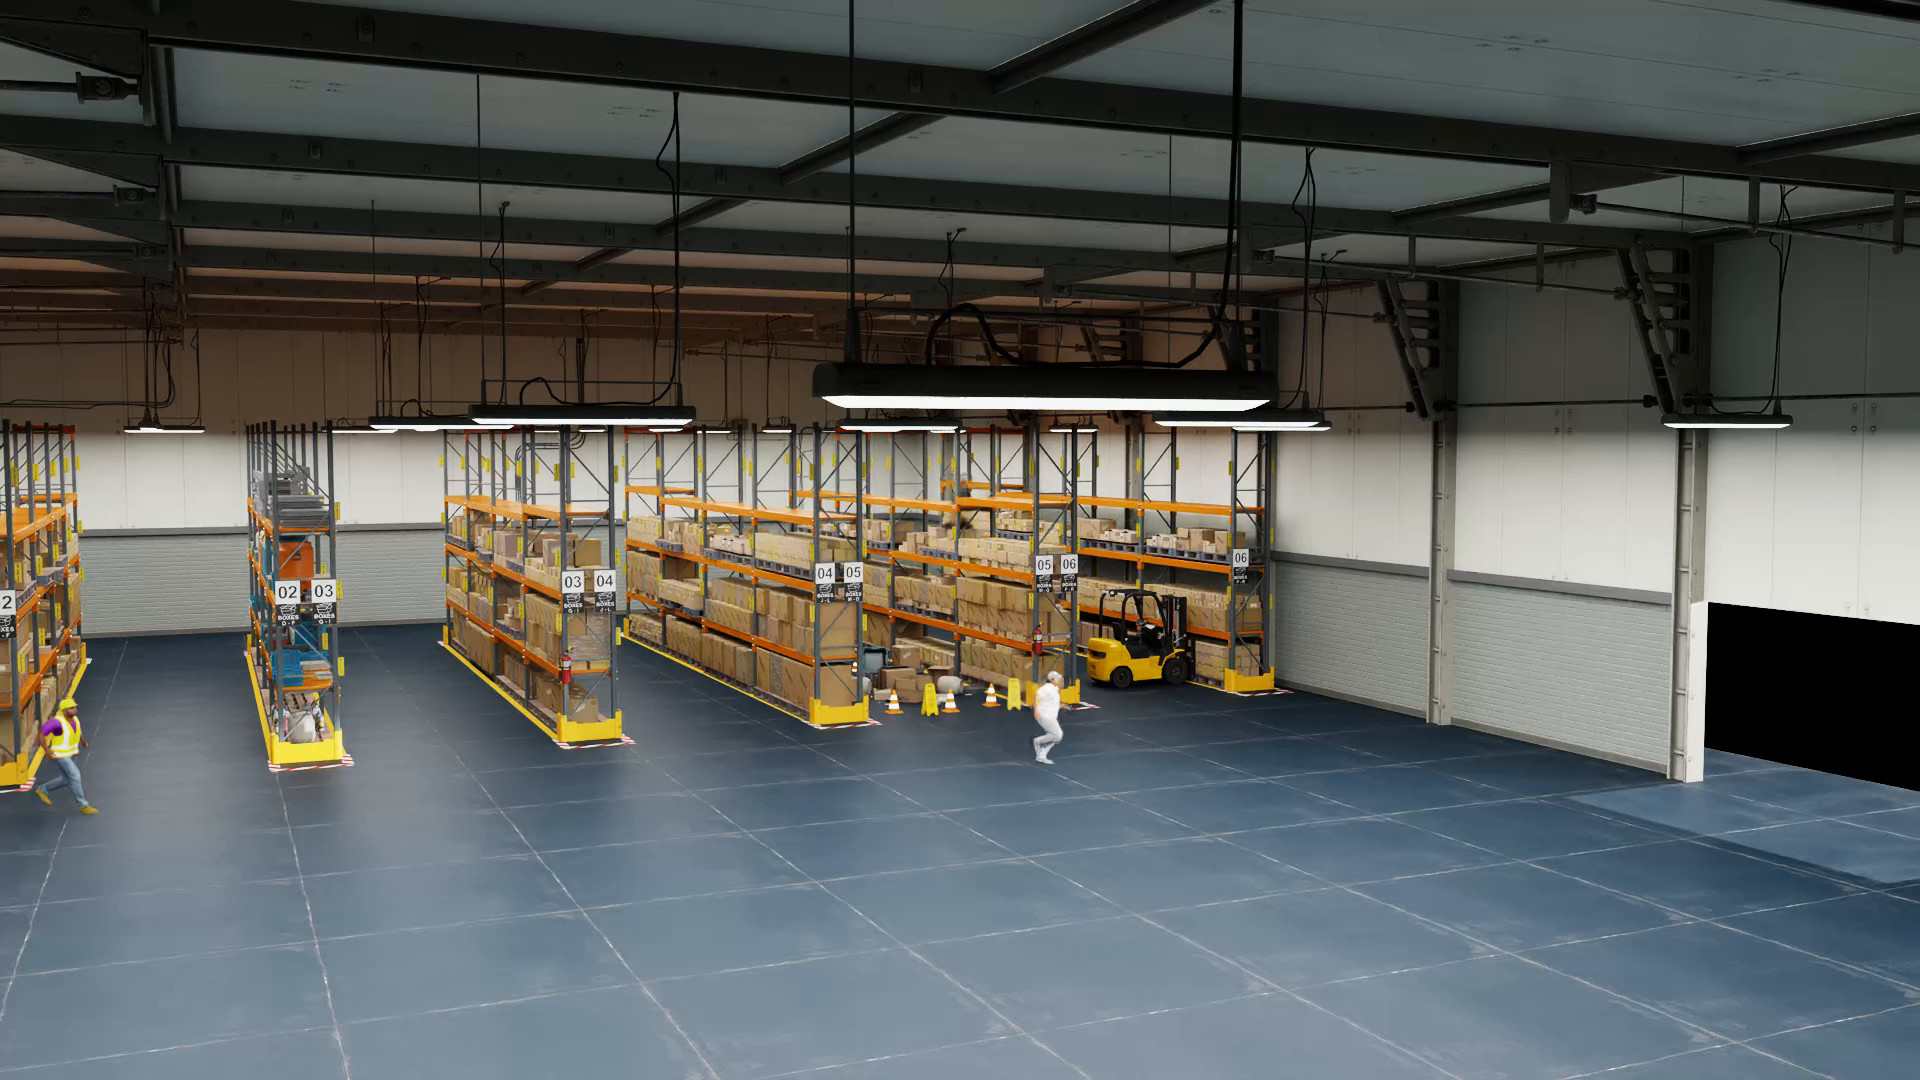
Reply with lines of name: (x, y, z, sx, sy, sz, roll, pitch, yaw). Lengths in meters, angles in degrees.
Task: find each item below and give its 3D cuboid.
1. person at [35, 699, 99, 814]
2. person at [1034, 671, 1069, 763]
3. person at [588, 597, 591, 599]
person: (-13.569, 3.271, 25.186, 1.009, 1.755, 0.726, 0, 4, 7)
person: (1.602, 3.107, 29.088, 0.608, 1.618, 0.645, 1, 4, 19)
person: (-10.185, 2.044, 44.888, 0.674, 1.740, 0.782, -2, 4, -30)
